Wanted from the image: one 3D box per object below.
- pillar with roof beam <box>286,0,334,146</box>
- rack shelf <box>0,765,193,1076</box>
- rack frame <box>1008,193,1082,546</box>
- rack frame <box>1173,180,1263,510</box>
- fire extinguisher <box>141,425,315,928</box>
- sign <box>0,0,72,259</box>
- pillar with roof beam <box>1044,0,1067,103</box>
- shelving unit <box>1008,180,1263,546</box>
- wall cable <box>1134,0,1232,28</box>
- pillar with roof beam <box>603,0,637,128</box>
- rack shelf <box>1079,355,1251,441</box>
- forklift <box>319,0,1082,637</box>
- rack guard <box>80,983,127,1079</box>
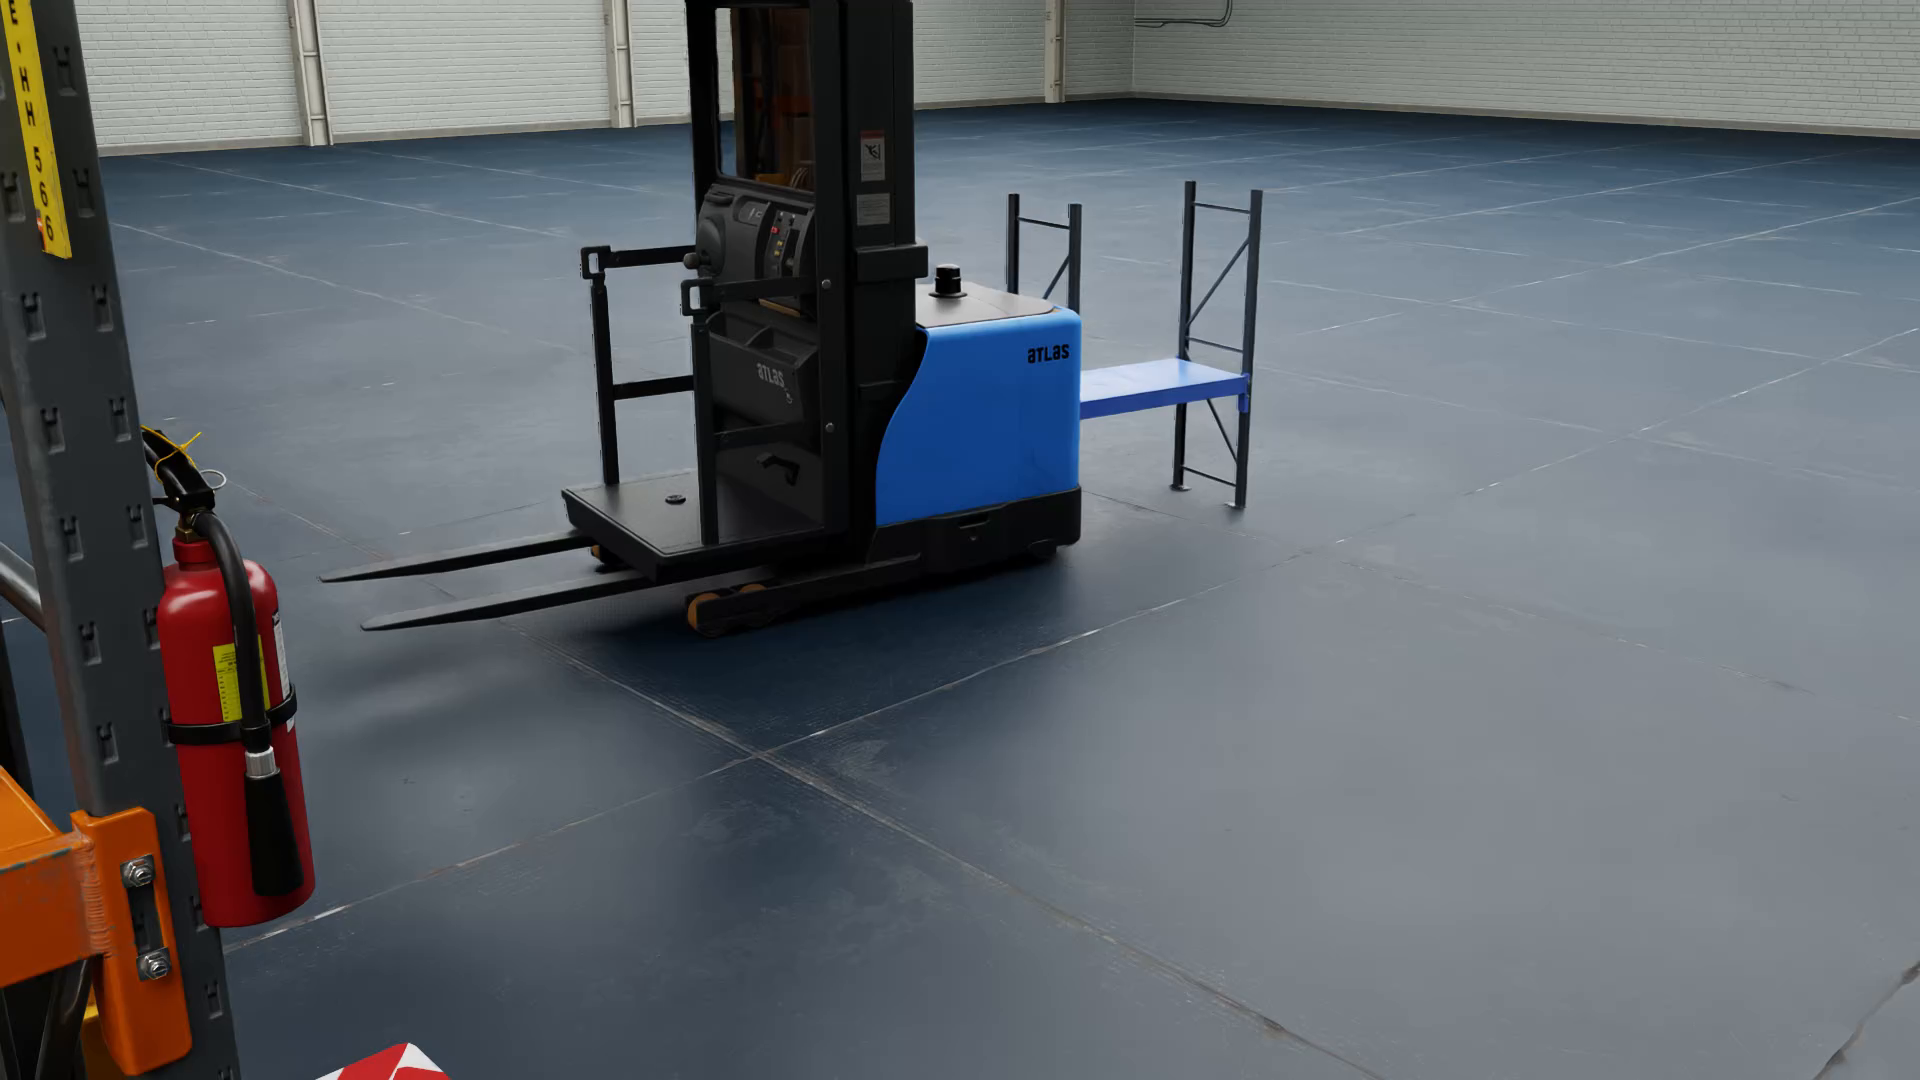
[{"bbox_3d":[-7.860,-9.979,23.671,0.400,9.000,9.100,-16,24,-41],"label":"pillar with roof beam"},{"bbox_3d":[-2.840,0.827,1.238,4.000,0.370,1.077,-16,24,-41],"label":"rack shelf"},{"bbox_3d":[0.362,-0.755,7.380,0.032,1.500,0.500,-11,21,-31],"label":"rack frame"},{"bbox_3d":[1.215,-0.925,7.906,0.032,1.500,0.500,-11,21,-31],"label":"rack frame"},{"bbox_3d":[-0.982,0.177,2.202,0.183,0.674,0.296,-16,24,-41],"label":"fire extinguisher"},{"bbox_3d":[-1.025,-0.478,1.835,0.005,0.325,0.100,-16,24,-41],"label":"sign"},{"bbox_3d":[5.219,-13.793,35.435,0.400,9.000,9.100,-16,24,-41],"label":"pillar with roof beam"},{"bbox_3d":[0.788,-0.840,7.643,1.048,1.500,0.538,-11,21,-31],"label":"shelving unit"},{"bbox_3d":[5.310,-13.608,39.901,0.112,2.526,3.097,-16,24,-41],"label":"wall cable"},{"bbox_3d":[-3.501,-11.250,27.593,0.400,9.000,9.100,-16,24,-41],"label":"pillar with roof beam"},{"bbox_3d":[0.788,-0.669,7.699,1.000,0.185,0.538,-11,21,-31],"label":"rack shelf"},{"bbox_3d":[-0.988,-1.209,6.463,3.031,2.935,1.130,-11,21,-31],"label":"forklift"},{"bbox_3d":[-1.370,1.245,2.835,0.348,0.500,1.175,-16,24,-41],"label":"rack guard"}]
